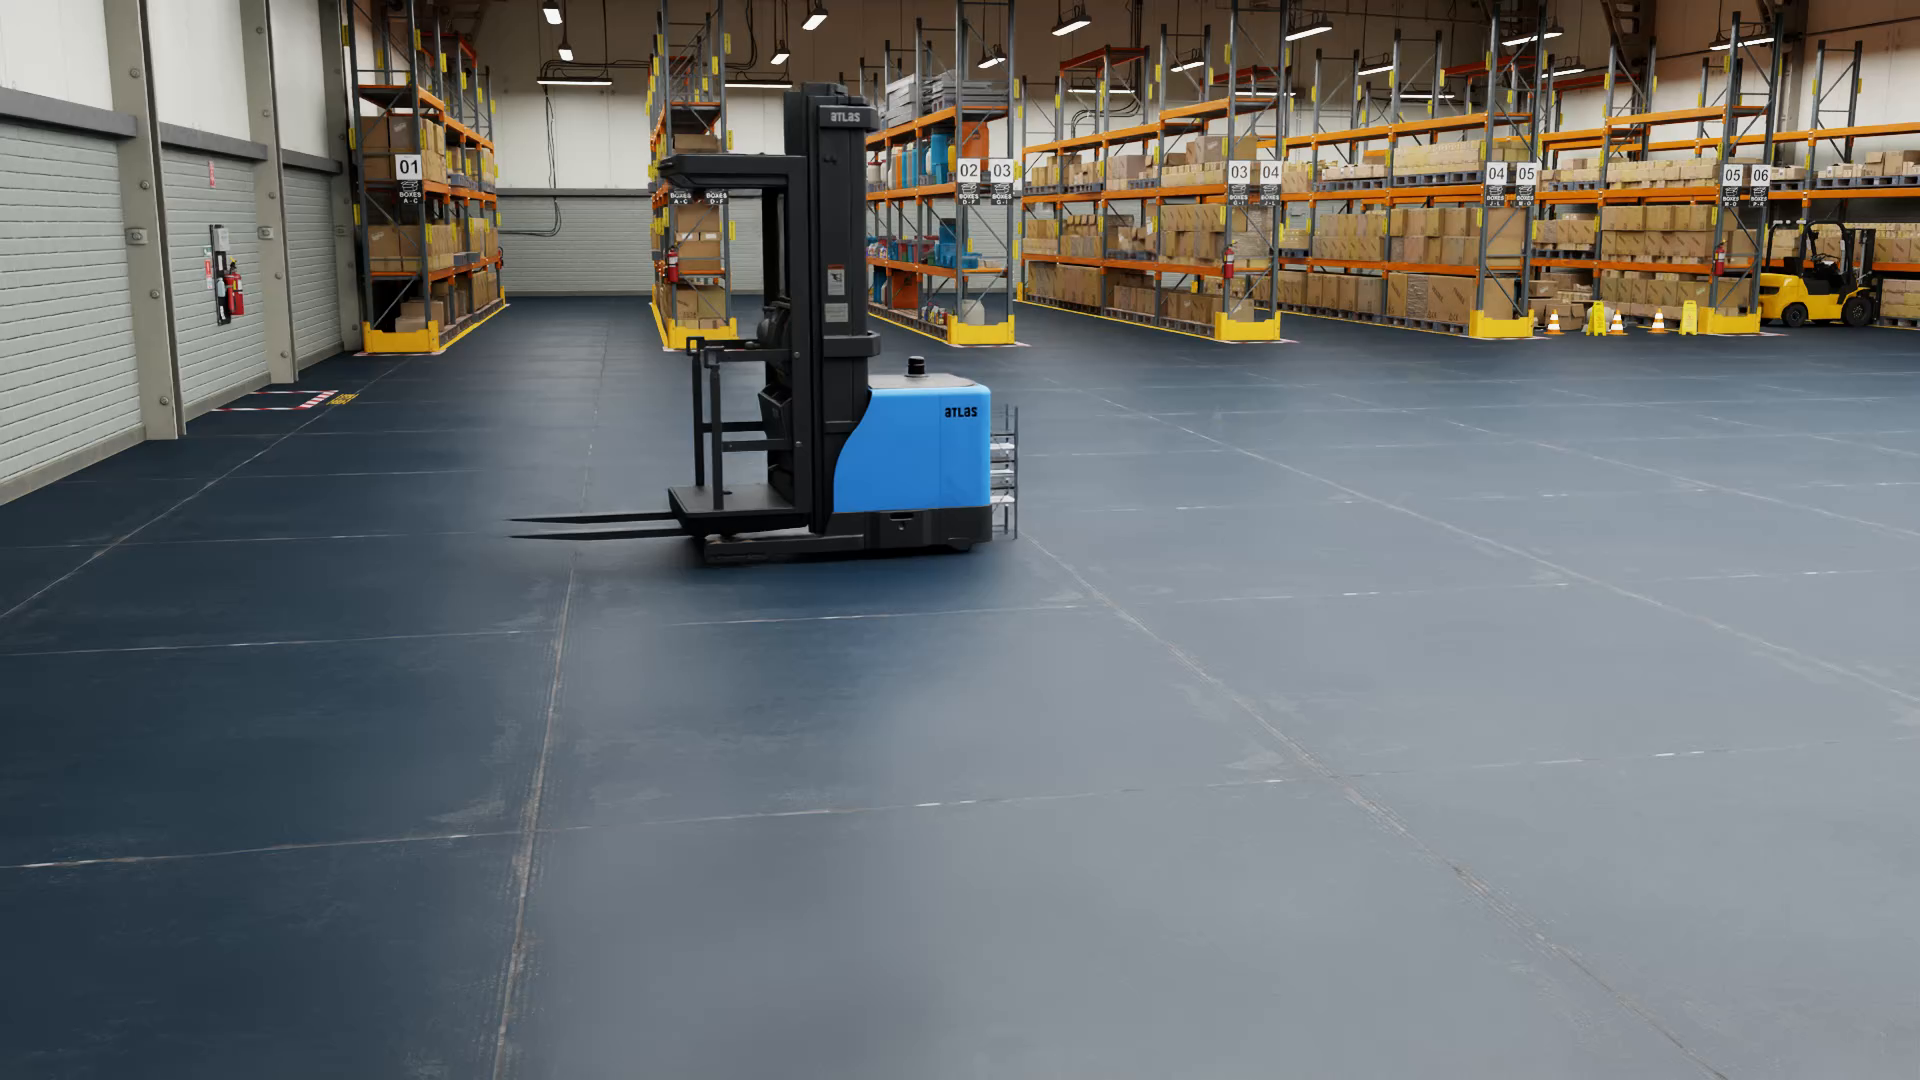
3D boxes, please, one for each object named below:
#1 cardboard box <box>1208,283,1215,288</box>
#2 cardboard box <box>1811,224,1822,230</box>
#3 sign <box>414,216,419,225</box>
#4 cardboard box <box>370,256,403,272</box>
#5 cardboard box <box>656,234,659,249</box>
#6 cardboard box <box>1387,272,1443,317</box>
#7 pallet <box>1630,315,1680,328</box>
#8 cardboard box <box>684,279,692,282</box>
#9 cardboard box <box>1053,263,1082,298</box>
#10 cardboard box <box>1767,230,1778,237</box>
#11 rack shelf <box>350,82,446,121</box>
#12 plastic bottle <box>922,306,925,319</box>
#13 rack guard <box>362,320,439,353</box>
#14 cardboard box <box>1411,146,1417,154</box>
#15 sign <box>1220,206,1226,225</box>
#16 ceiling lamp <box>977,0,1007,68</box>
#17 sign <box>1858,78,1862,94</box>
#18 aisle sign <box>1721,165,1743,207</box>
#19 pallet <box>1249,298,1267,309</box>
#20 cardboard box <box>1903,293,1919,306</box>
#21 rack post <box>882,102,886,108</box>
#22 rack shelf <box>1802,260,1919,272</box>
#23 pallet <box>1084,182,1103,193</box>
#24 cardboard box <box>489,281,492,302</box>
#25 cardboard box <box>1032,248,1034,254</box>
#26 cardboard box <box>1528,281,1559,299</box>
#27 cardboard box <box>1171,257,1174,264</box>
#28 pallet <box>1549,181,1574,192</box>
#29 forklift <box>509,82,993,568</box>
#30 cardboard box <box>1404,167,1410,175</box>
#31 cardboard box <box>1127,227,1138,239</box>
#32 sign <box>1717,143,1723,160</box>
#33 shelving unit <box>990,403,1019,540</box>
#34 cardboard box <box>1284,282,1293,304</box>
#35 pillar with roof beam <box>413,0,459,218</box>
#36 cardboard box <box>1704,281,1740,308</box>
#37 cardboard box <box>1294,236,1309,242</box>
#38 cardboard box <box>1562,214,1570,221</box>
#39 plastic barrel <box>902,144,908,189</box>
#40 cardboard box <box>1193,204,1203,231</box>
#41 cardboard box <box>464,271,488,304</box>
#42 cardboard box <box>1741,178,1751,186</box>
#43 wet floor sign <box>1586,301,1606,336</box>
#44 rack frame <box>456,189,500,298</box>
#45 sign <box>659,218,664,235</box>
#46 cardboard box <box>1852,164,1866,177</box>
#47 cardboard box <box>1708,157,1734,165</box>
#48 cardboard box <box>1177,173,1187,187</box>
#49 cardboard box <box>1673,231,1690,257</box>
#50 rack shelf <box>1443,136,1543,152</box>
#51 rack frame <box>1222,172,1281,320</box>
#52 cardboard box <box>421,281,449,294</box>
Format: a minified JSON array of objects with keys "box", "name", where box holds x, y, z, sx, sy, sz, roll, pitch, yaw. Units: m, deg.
[{"box":[6.989,-6.943,45.360,0.380,0.149,0.250,-2,11,-9],"name":"cardboard box"},{"box":[18.872,-6.865,36.446,0.380,0.149,0.250,-2,11,-10],"name":"cardboard box"},{"box":[-11.385,-6.620,34.860,0.100,0.325,0.005,-2,11,-11],"name":"sign"},{"box":[-9.567,-4.620,27.795,0.500,0.250,0.500,-2,11,-10],"name":"cardboard box"},{"box":[-6.693,-7.023,38.684,0.700,0.500,0.500,0,11,-2],"name":"cardboard box"},{"box":[9.451,-5.086,34.453,0.875,0.875,0.875,-2,11,-10],"name":"cardboard box"},{"box":[14.639,-4.524,34.398,1.003,0.211,1.213,-2,11,-11],"name":"pallet"},{"box":[-7.132,-6.321,41.884,0.797,0.503,0.637,-2,11,-11],"name":"cardboard box"},{"box":[2.907,-6.633,42.582,0.875,0.875,0.875,-2,11,-11],"name":"cardboard box"},{"box":[18.572,-6.980,37.844,0.380,0.149,0.250,-2,11,-13],"name":"cardboard box"},{"box":[-9.675,-7.564,28.803,1.077,0.370,4.000,-2,11,-11],"name":"rack shelf"},{"box":[-0.714,-4.500,32.939,0.097,0.271,0.097,0,11,0],"name":"plastic bottle"},{"box":[-9.301,-3.391,27.676,1.175,0.500,0.348,-2,11,-11],"name":"rack guard"},{"box":[9.284,-7.819,33.383,0.380,0.149,0.250,-2,11,-12],"name":"cardboard box"},{"box":[4.742,-5.853,29.984,0.100,0.325,0.005,-2,11,-11],"name":"sign"},{"box":[1.006,-12.930,39.449,0.800,3.185,2.000,-2,11,-11],"name":"ceiling lamp"},{"box":[19.651,-9.920,36.327,0.100,0.325,0.005,-2,11,-11],"name":"sign"},{"box":[14.739,-6.761,31.743,0.394,0.787,0.004,-2,11,-11],"name":"aisle sign"},{"box":[7.994,-5.996,42.133,1.003,0.211,1.213,-2,11,-11],"name":"pallet"},{"box":[19.478,-4.866,33.634,0.500,0.250,0.500,-2,11,-12],"name":"cardboard box"},{"box":[-1.371,-9.772,37.094,0.624,0.289,0.986,-2,11,-11],"name":"rack post"},{"box":[19.490,-5.700,35.048,1.077,0.370,4.000,-2,11,-11],"name":"rack shelf"},{"box":[3.557,-8.110,38.265,1.213,0.211,1.003,-2,11,-8],"name":"pallet"},{"box":[-11.759,-6.017,40.352,0.700,0.500,0.500,-2,11,-12],"name":"cardboard box"},{"box":[2.126,-7.691,44.254,0.380,0.149,0.250,-2,11,-12],"name":"cardboard box"},{"box":[12.493,-5.313,35.750,0.500,0.500,0.500,-2,11,-11],"name":"cardboard box"},{"box":[4.429,-5.569,33.103,0.380,0.149,0.250,-2,11,-11],"name":"cardboard box"},{"box":[14.013,-7.928,37.307,1.213,0.211,1.003,-2,11,-11],"name":"pallet"},{"box":[-1.364,-1.377,10.590,3.031,2.935,1.130,-3,11,-15],"name":"forklift"},{"box":[9.234,-7.474,33.702,0.380,0.149,0.250,-2,11,-11],"name":"cardboard box"},{"box":[4.085,-6.672,36.837,0.700,0.500,0.500,0,11,-3],"name":"cardboard box"},{"box":[14.463,-7.398,31.652,0.100,0.325,0.005,-2,11,-11],"name":"sign"},{"box":[0.242,-0.456,11.188,0.258,0.900,0.210,-3,11,-16],"name":"shelving unit"},{"box":[8.138,-5.959,40.047,0.500,0.500,0.500,-2,11,-9],"name":"cardboard box"},{"box":[-8.381,-10.007,39.703,9.100,9.000,0.548,-2,11,-11],"name":"pillar with roof beam"},{"box":[15.120,-4.892,33.102,0.500,0.500,0.500,-3,11,-13],"name":"cardboard box"},{"box":[8.077,-7.078,39.113,0.380,0.149,0.250,-2,11,-10],"name":"cardboard box"},{"box":[13.699,-7.212,37.142,0.380,0.149,0.250,-3,11,-13],"name":"cardboard box"},{"box":[-0.912,-7.744,34.498,0.600,0.901,0.708,-2,11,-11],"name":"plastic barrel"},{"box":[4.743,-6.107,31.523,0.500,0.500,0.500,-2,11,-11],"name":"cardboard box"},{"box":[-11.366,-5.842,38.493,0.750,0.750,0.750,-2,11,-10],"name":"cardboard box"},{"box":[15.265,-6.929,32.226,0.380,0.149,0.250,-2,11,-11],"name":"cardboard box"},{"box":[12.123,-4.217,31.629,0.267,0.644,0.232,-4,12,-21],"name":"wet floor sign"},{"box":[-12.398,-7.540,42.787,1.000,3.000,0.127,-2,11,-11],"name":"rack frame"},{"box":[-5.736,-6.028,31.960,0.100,0.325,0.005,-2,11,-11],"name":"sign"},{"box":[19.092,-7.800,35.103,0.396,0.266,0.258,-2,11,-12],"name":"cardboard box"},{"box":[14.656,-7.299,32.040,0.380,0.149,0.250,-2,11,-10],"name":"cardboard box"},{"box":[4.543,-6.999,32.324,0.500,0.250,0.500,-3,11,-13],"name":"cardboard box"},{"box":[14.543,-5.883,33.018,0.500,0.500,0.500,-2,11,-11],"name":"cardboard box"},{"box":[13.066,-9.737,41.281,1.077,0.370,4.000,-2,11,-11],"name":"rack shelf"},{"box":[5.291,-5.145,30.208,1.000,3.000,0.127,-2,11,-11],"name":"rack frame"},{"box":[-10.417,-5.006,32.976,0.500,0.250,0.500,-2,11,-13],"name":"cardboard box"}]
